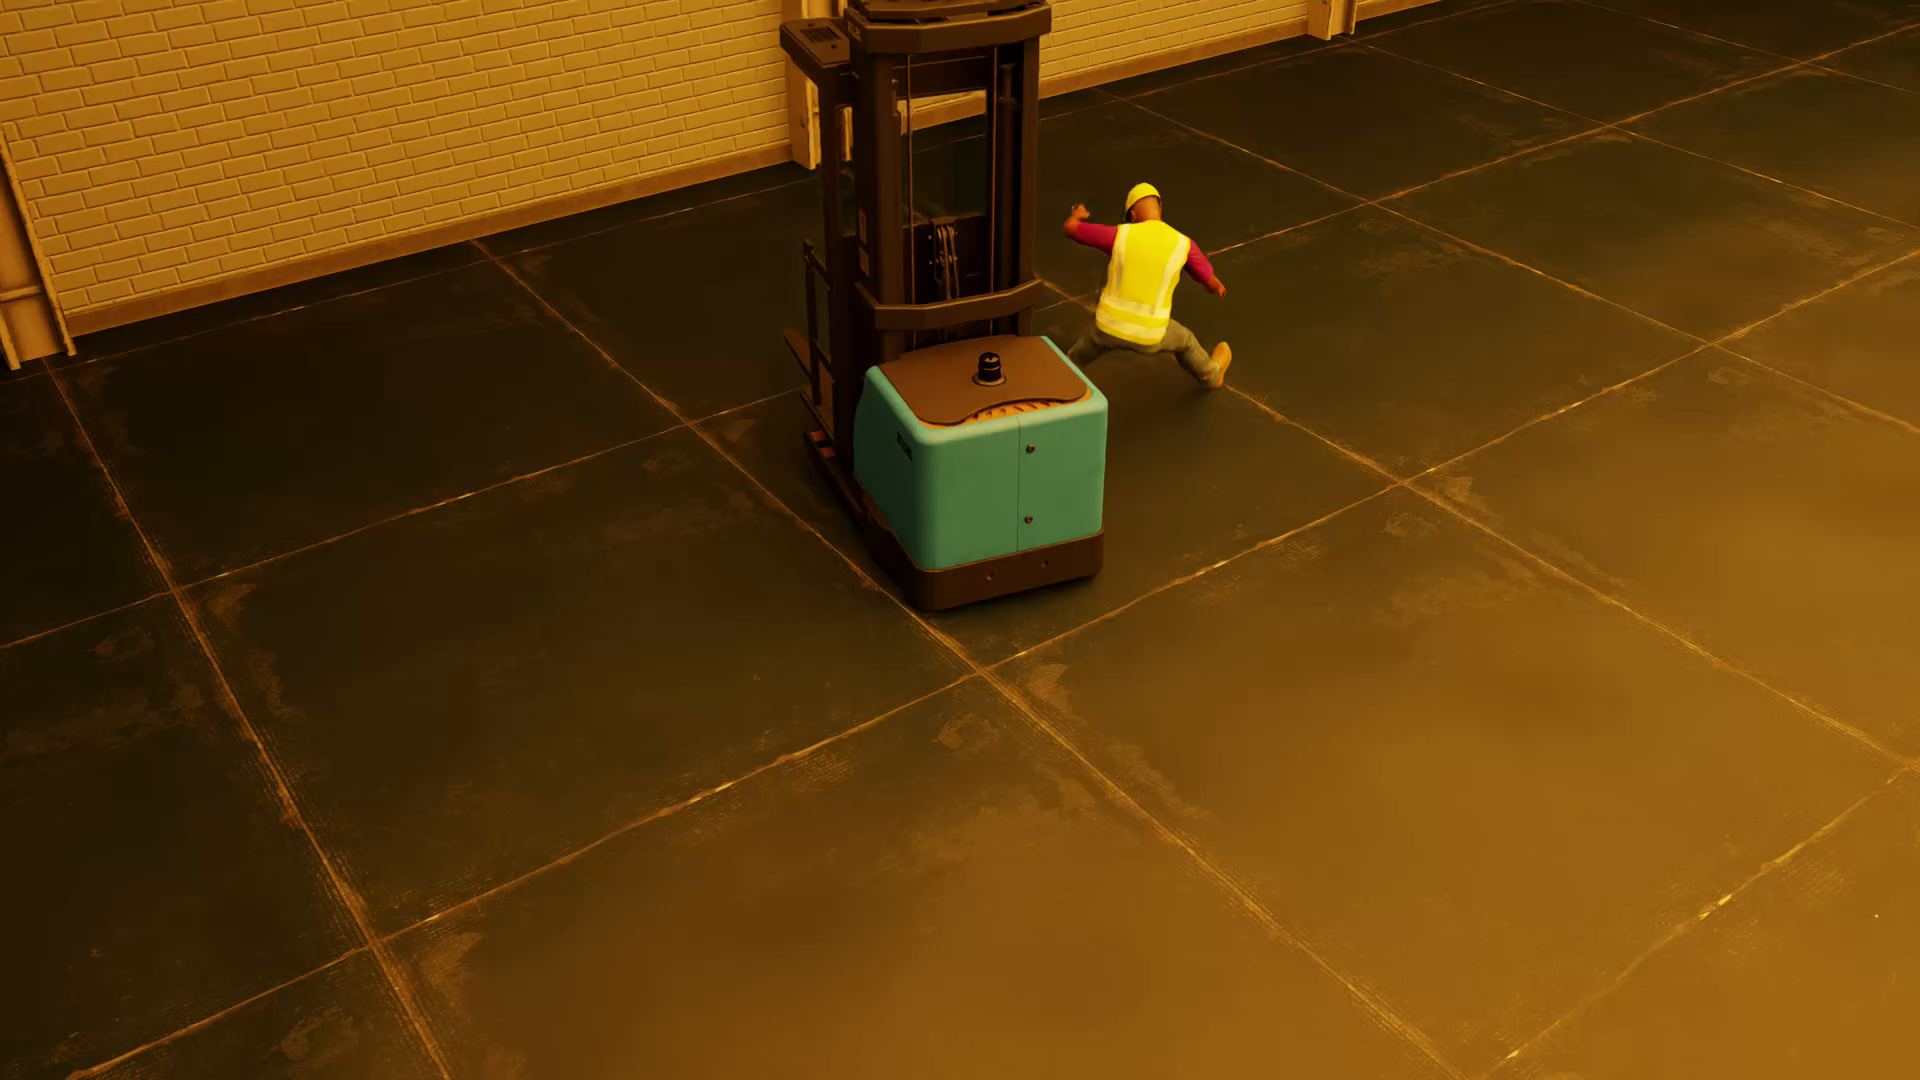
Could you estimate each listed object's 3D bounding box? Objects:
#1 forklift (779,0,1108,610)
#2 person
[{"bbox_3d":[-0.266,-1.673,8.912,1.130,2.935,3.031,-12,36,-18],"label":"forklift"},{"bbox_3d":[1.032,-1.416,9.916,1.182,1.410,0.967,8,34,11],"label":"person"}]
